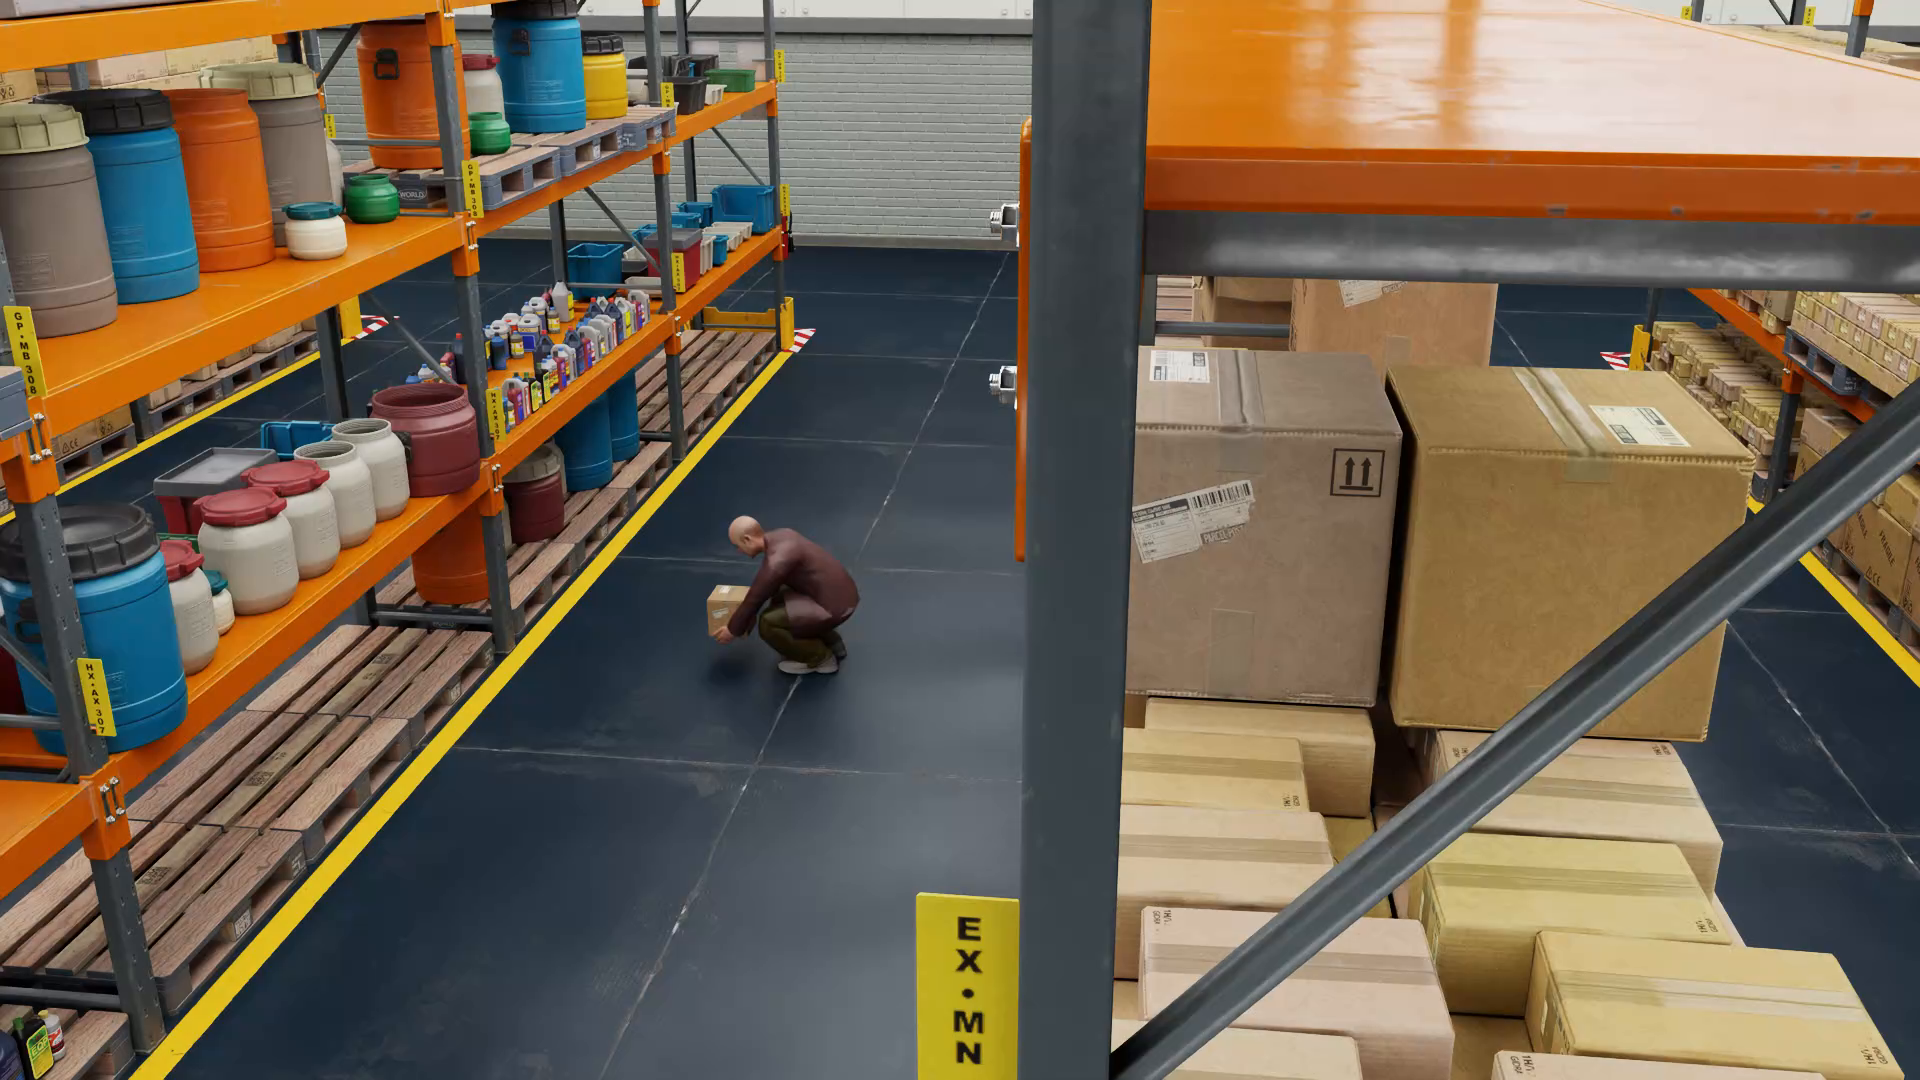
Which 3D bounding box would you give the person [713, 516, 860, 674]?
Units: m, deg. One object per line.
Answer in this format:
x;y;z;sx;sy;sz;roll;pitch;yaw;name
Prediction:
-1.082;0.313;10.388;0.906;0.995;0.605;2;21;7;person
